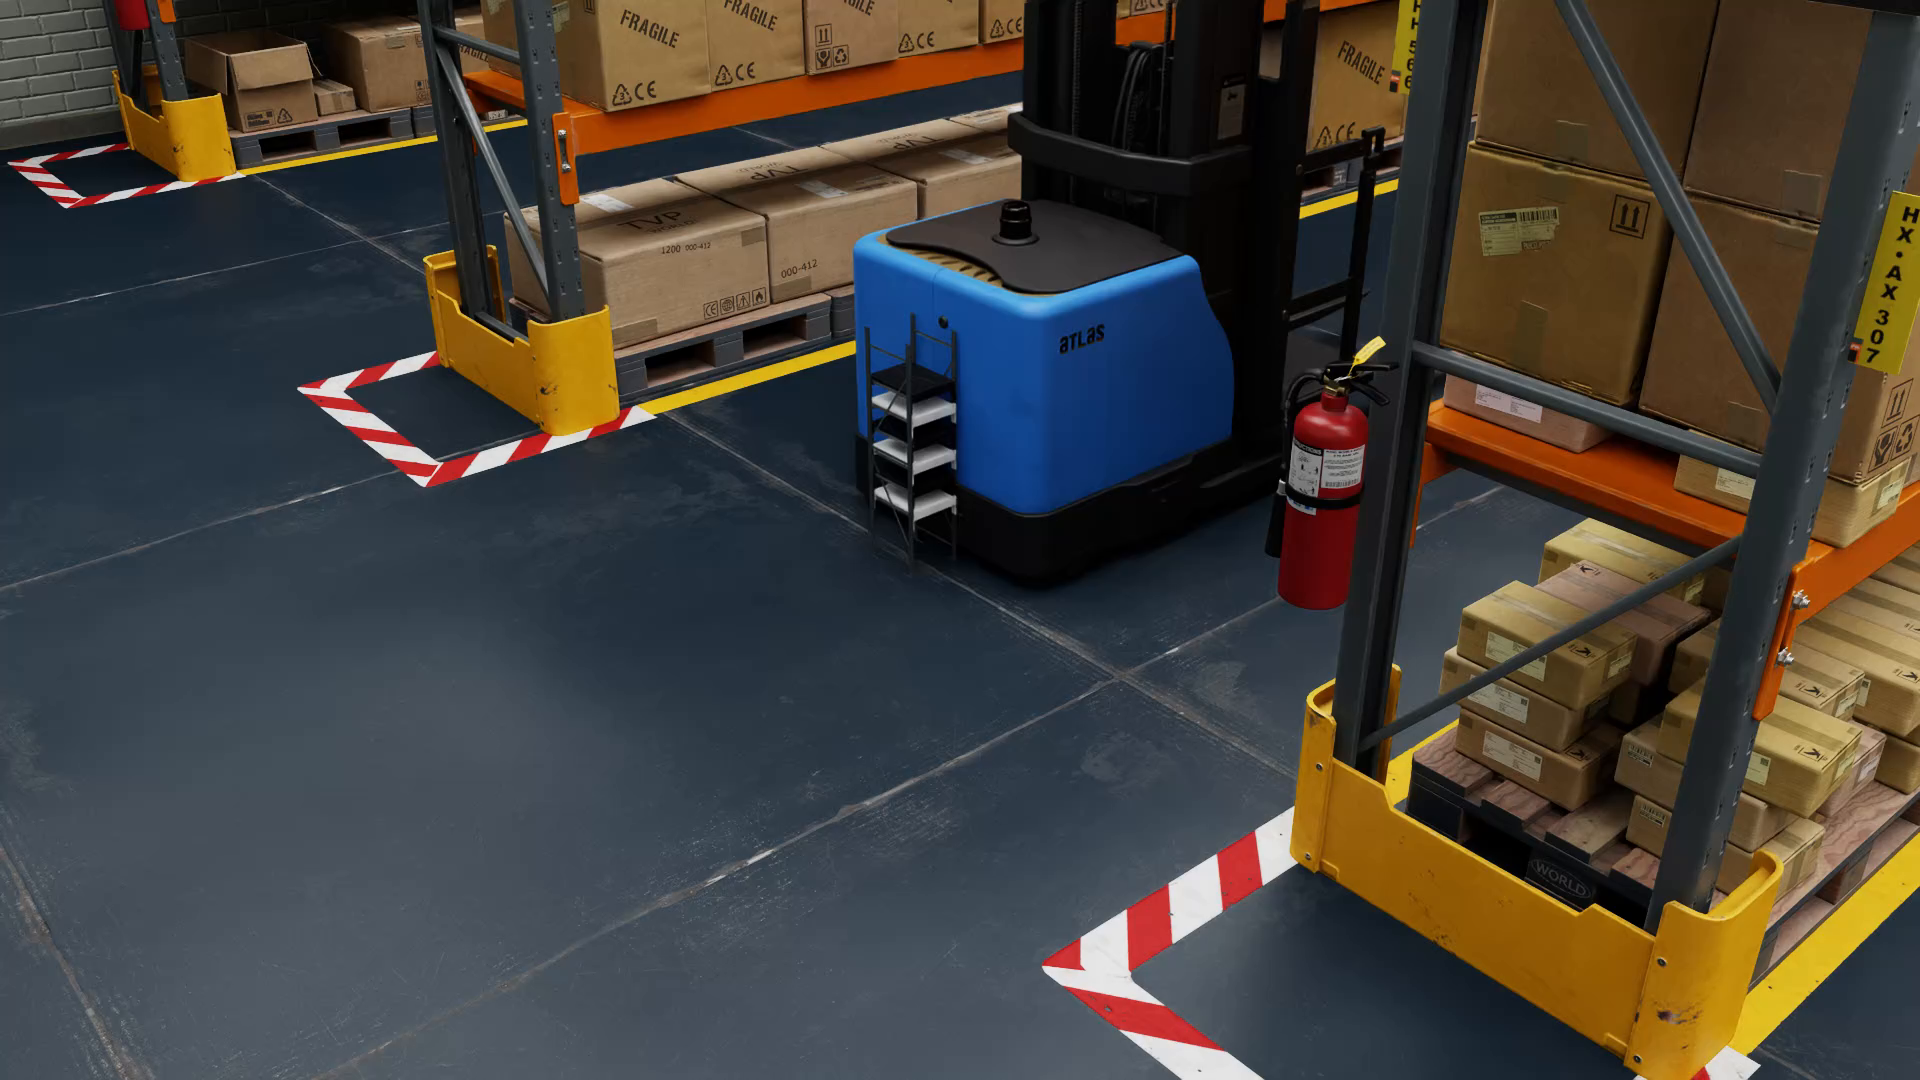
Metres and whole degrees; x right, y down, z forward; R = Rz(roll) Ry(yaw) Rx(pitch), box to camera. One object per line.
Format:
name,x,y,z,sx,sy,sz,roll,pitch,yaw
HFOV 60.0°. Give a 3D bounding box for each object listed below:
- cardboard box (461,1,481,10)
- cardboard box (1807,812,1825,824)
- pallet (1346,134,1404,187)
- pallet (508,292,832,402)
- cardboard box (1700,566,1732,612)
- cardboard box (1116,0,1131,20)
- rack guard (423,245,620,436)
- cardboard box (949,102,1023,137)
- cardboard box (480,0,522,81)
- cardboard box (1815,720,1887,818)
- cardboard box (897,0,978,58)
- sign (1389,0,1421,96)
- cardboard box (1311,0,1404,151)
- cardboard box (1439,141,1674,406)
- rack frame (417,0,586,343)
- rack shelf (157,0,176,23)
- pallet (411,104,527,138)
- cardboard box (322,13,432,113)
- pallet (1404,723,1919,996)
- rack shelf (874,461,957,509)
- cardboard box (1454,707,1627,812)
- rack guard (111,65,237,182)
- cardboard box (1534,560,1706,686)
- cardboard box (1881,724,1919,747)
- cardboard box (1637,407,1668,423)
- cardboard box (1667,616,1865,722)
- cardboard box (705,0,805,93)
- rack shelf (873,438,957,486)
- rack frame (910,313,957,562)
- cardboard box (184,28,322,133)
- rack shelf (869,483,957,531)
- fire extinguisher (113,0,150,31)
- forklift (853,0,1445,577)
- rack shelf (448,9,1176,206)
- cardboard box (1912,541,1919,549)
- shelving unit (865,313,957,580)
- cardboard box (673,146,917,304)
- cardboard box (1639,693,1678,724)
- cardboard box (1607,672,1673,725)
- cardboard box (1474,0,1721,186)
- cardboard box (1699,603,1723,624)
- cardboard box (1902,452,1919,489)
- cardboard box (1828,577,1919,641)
cardboard box,-3.180,-3.601,12.012,0.500,0.500,0.700,-23,36,-37
cardboard box,2.094,0.640,4.449,0.250,0.149,0.380,-22,35,-35
pallet,2.562,-2.653,10.991,1.213,0.211,1.003,-22,35,-35
pallet,-1.390,-1.064,8.017,1.213,0.211,1.003,-22,35,-35
cardboard box,2.161,0.042,4.936,0.250,0.149,0.380,-24,36,-37
cardboard box,0.521,-2.896,8.380,0.500,0.500,0.500,-23,36,-36
rack guard,-1.966,-0.911,7.425,0.348,0.500,1.175,-22,35,-35
cardboard box,0.548,-2.146,9.357,0.875,0.438,0.875,-22,35,-36
cardboard box,-1.752,-2.308,7.279,0.500,0.500,0.500,-22,35,-35
cardboard box,2.152,0.532,4.335,0.250,0.149,0.380,-22,35,-35
cardboard box,-0.261,-2.582,7.793,0.500,0.500,0.500,-21,34,-33
sign,0.997,-1.132,3.622,0.005,0.325,0.100,-22,35,-35
cardboard box,2.197,-2.990,10.472,0.875,0.875,0.875,-21,34,-34
cardboard box,1.517,-0.682,3.922,0.500,0.500,0.500,-21,35,-34
rack frame,-1.948,-2.021,6.849,0.127,3.000,1.000,-22,35,-35
rack shelf,-3.651,-4.094,11.492,4.000,0.370,1.077,-22,35,-35
pallet,-3.581,-3.208,12.030,1.213,0.211,1.003,-22,35,-35
cardboard box,-3.970,-3.283,11.418,0.500,0.500,0.700,-20,34,-33
pallet,2.041,0.694,4.728,1.213,0.211,1.003,-22,35,-35
rack shelf,-0.170,-0.218,5.964,0.200,0.077,0.258,-23,35,-36
cardboard box,1.607,0.559,4.600,0.250,0.149,0.380,-21,35,-34
rack guard,-5.114,-2.721,10.810,0.348,0.500,1.175,-22,35,-35
cardboard box,1.809,0.224,4.597,0.250,0.149,0.380,-21,35,-34
cardboard box,2.547,0.386,4.609,0.250,0.149,0.380,-21,34,-33
cardboard box,1.620,-0.430,4.139,0.250,0.149,0.380,-22,35,-35
cardboard box,2.093,0.367,4.329,0.250,0.149,0.380,-21,35,-34
cardboard box,-1.029,-2.274,7.216,0.500,0.500,0.500,-22,35,-36
rack shelf,-0.170,-0.297,5.922,0.200,0.077,0.258,-23,35,-36
rack frame,-0.093,-0.358,5.965,0.006,0.900,0.240,-23,35,-36
cardboard box,-4.645,-3.037,10.954,0.637,0.503,0.797,-24,36,-37
rack shelf,-0.170,-0.138,6.007,0.200,0.077,0.258,-23,35,-36
fire extinguisher,-4.984,-3.390,9.889,0.183,0.674,0.296,-22,35,-35
forklift,1.034,-1.736,6.388,3.031,2.935,1.130,-23,35,-36
rack shelf,-0.426,-2.316,8.164,4.000,0.370,1.077,-22,35,-35
cardboard box,2.950,0.085,4.857,0.250,0.149,0.380,-21,35,-34
shelving unit,-0.170,-0.326,5.906,0.210,0.900,0.258,-23,35,-36
cardboard box,-0.820,-1.597,8.329,0.875,0.438,0.875,-21,34,-34
cardboard box,1.994,0.394,4.909,0.250,0.149,0.380,-22,35,-35
cardboard box,1.792,0.339,4.696,0.250,0.149,0.380,-23,36,-36
cardboard box,1.529,-1.123,3.685,0.500,0.500,0.500,-23,36,-36
cardboard box,2.224,0.195,4.966,0.250,0.149,0.380,-22,35,-35
cardboard box,1.968,-0.241,3.784,0.250,0.149,0.380,-20,34,-33
cardboard box,2.503,0.230,4.585,0.250,0.149,0.380,-24,36,-37
